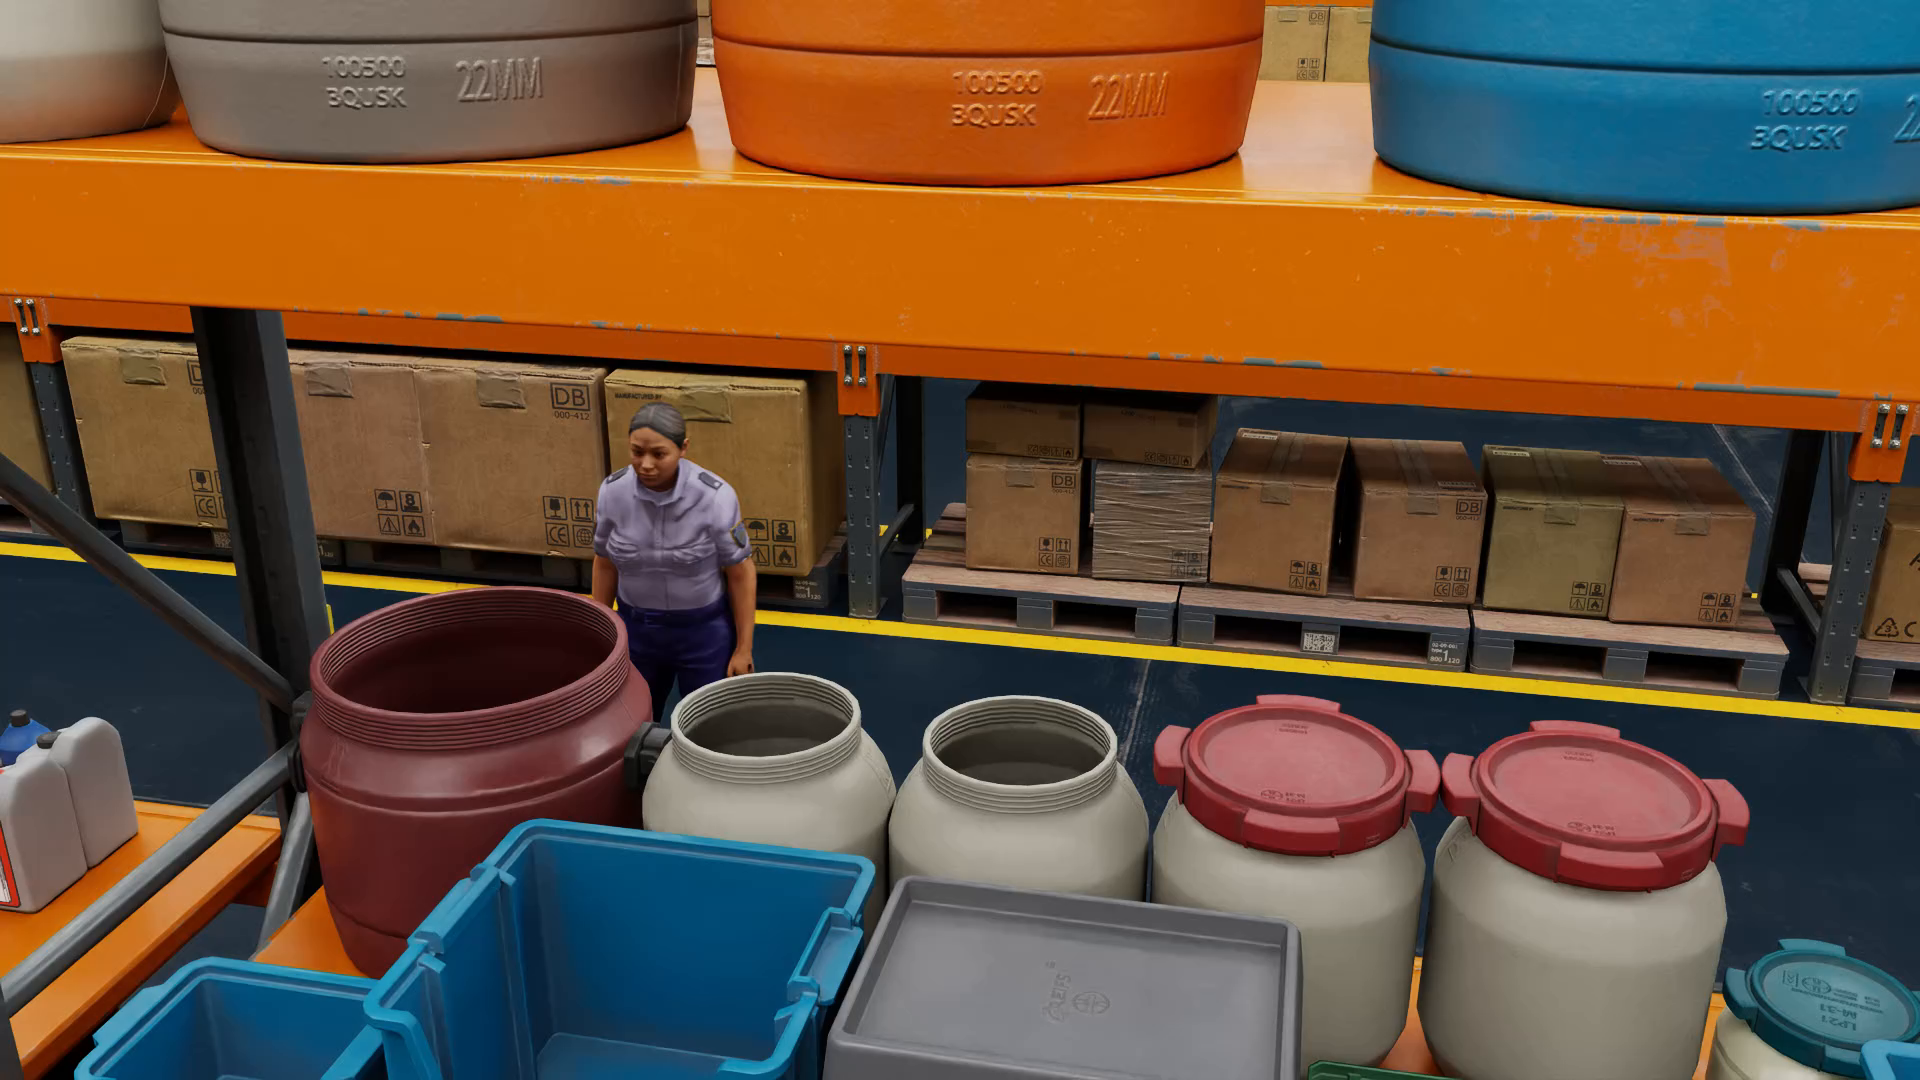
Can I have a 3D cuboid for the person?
[{"bbox_3d":[-0.911,0.333,5.260,0.554,1.652,0.367,4,22,10],"label":"person"}]
